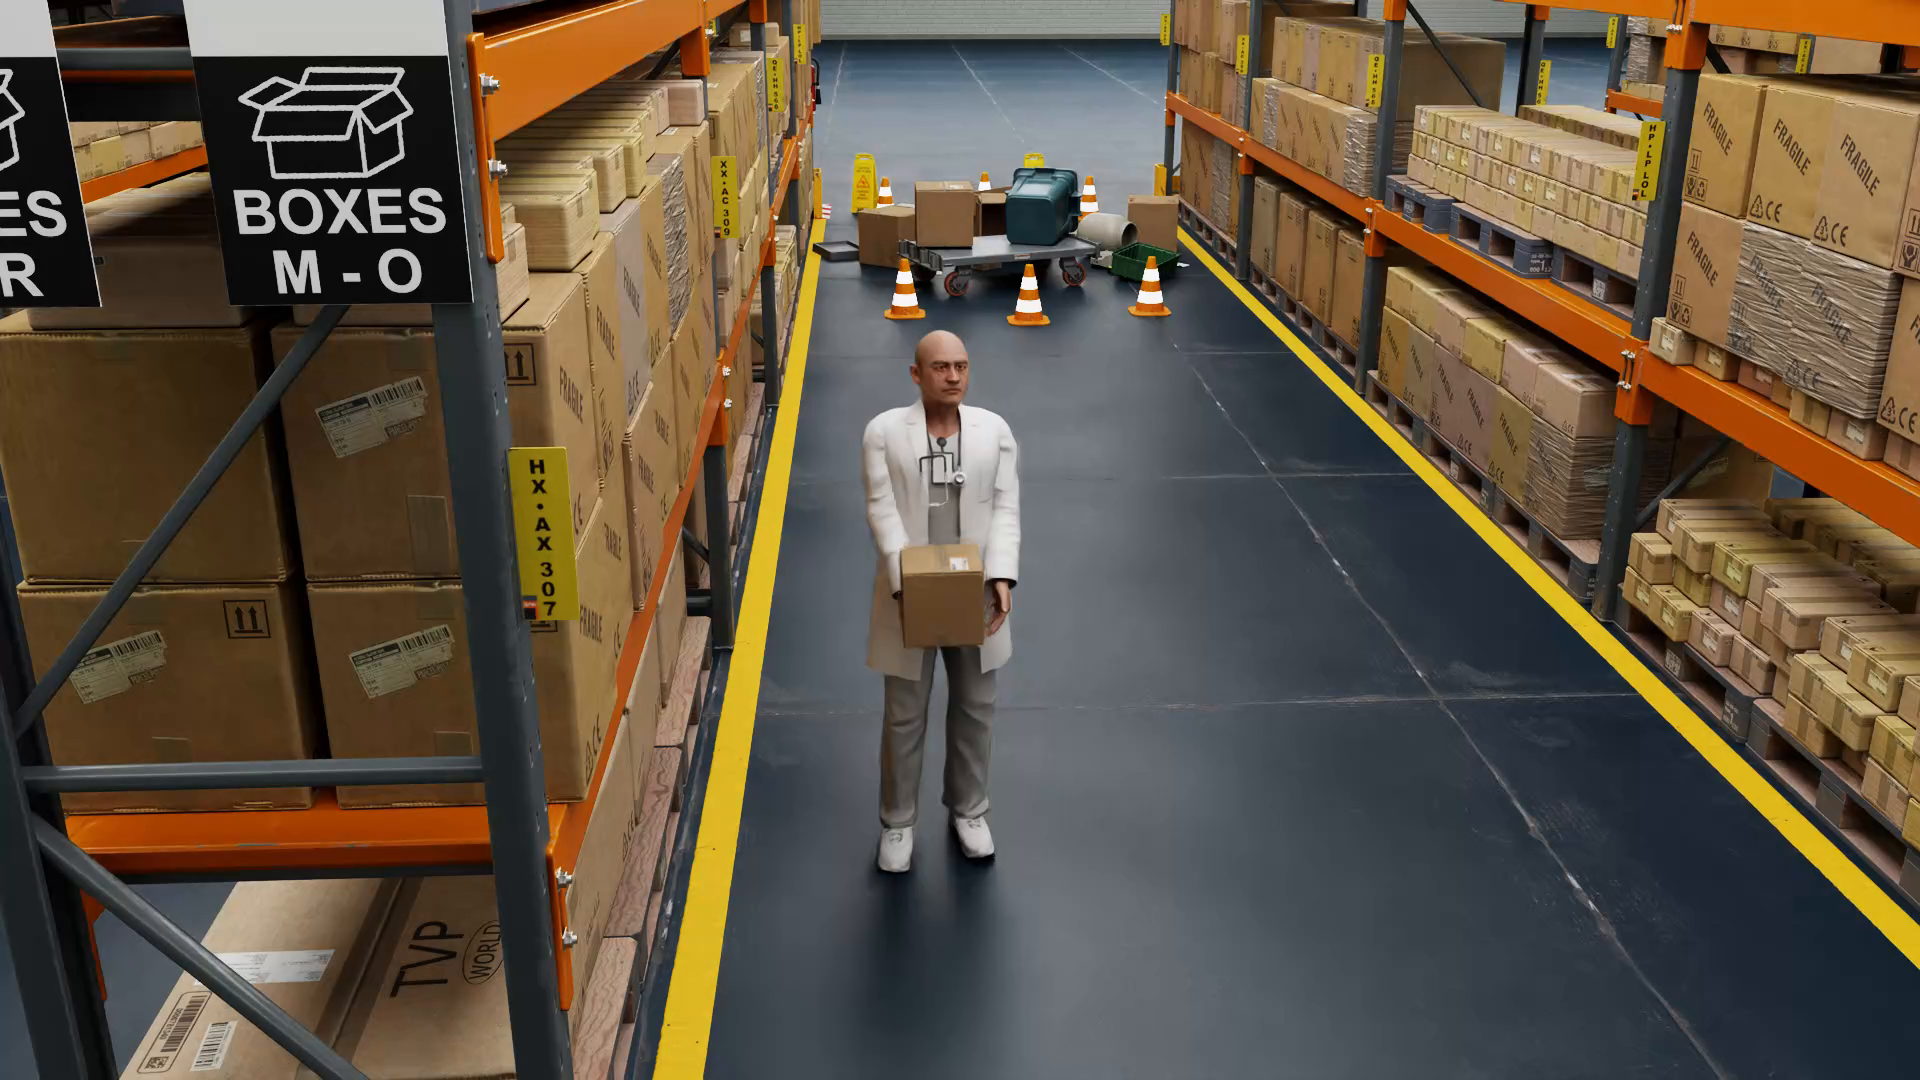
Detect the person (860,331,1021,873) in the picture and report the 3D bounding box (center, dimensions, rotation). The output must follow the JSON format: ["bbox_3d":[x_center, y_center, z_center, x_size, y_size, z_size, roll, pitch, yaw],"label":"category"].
[{"bbox_3d":[-0.044,0.224,5.479,0.542,1.779,0.550,-5,21,-13],"label":"person"}]
